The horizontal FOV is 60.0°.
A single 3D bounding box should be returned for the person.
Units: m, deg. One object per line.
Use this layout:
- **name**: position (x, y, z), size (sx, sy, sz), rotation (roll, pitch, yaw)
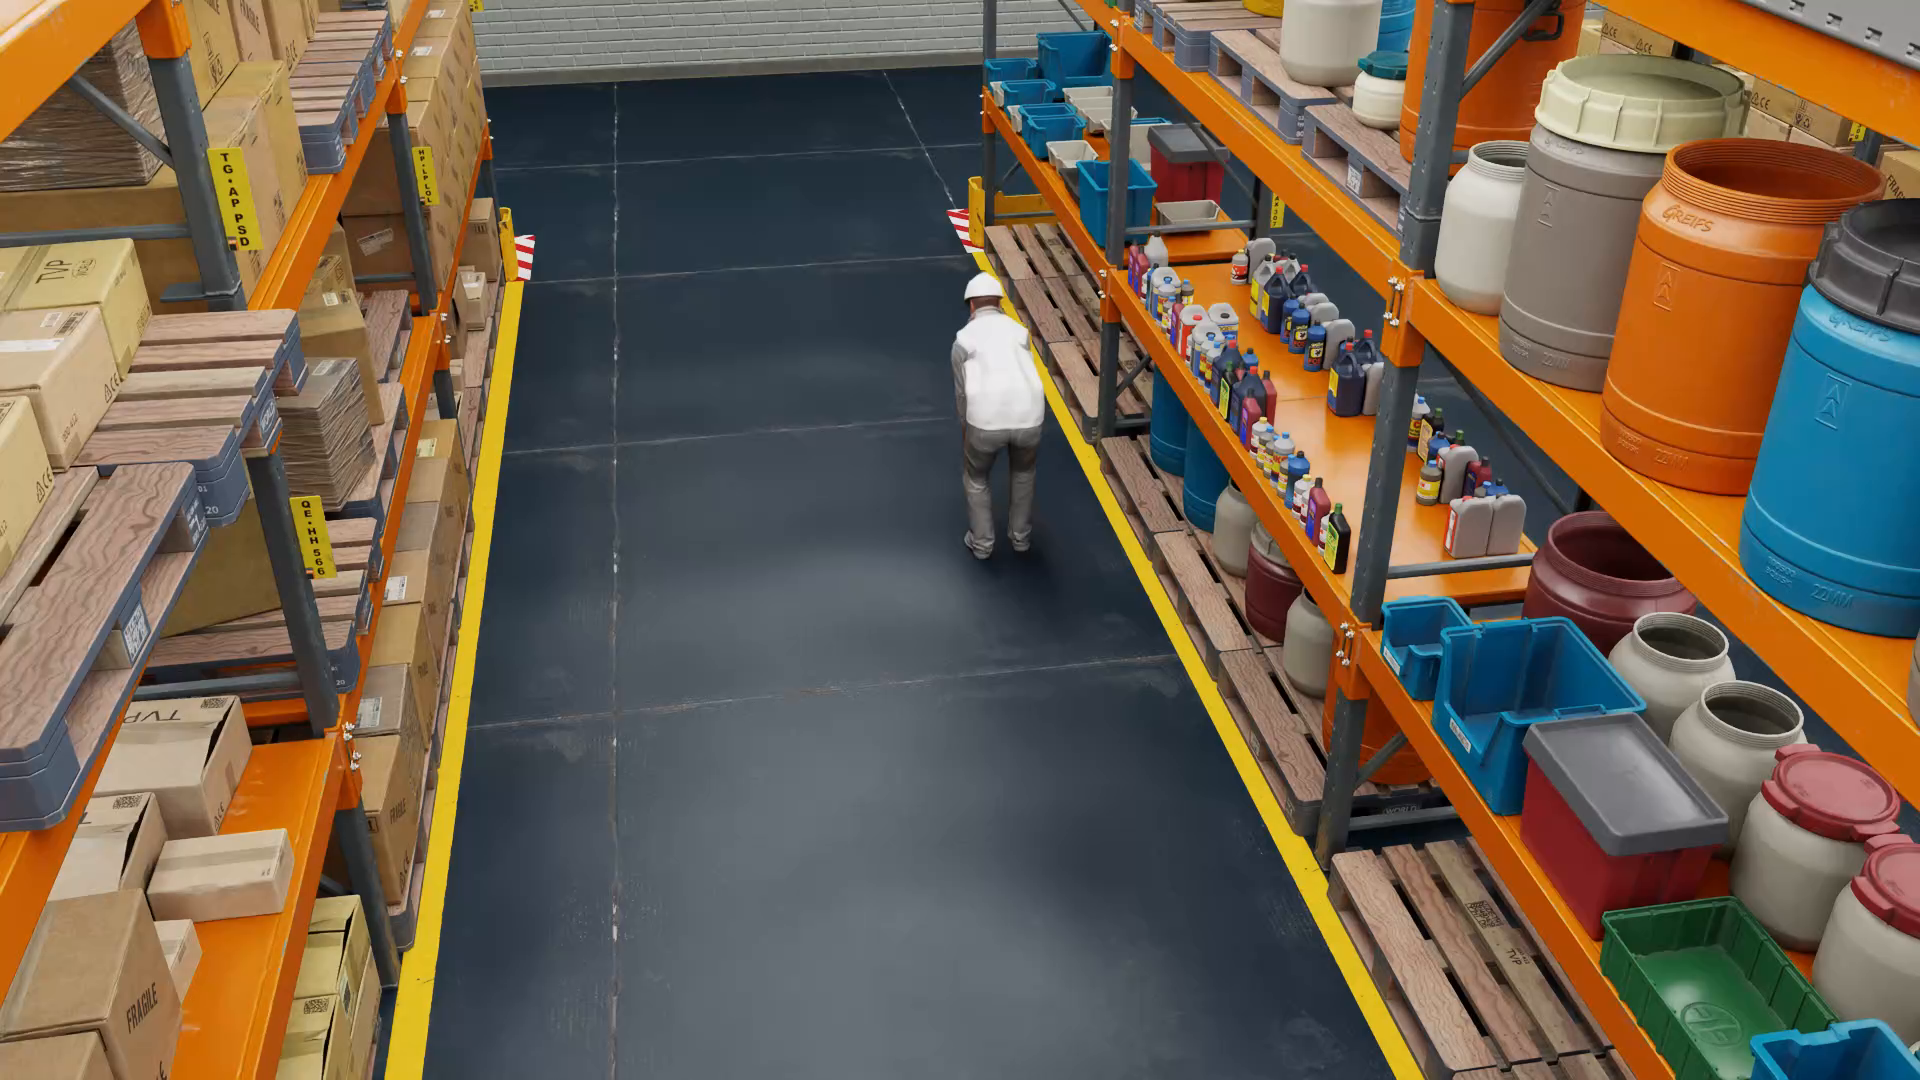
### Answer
- **person**: position (0.195, -0.701, 9.550), size (0.469, 1.527, 0.841), rotation (-6, 31, -10)
